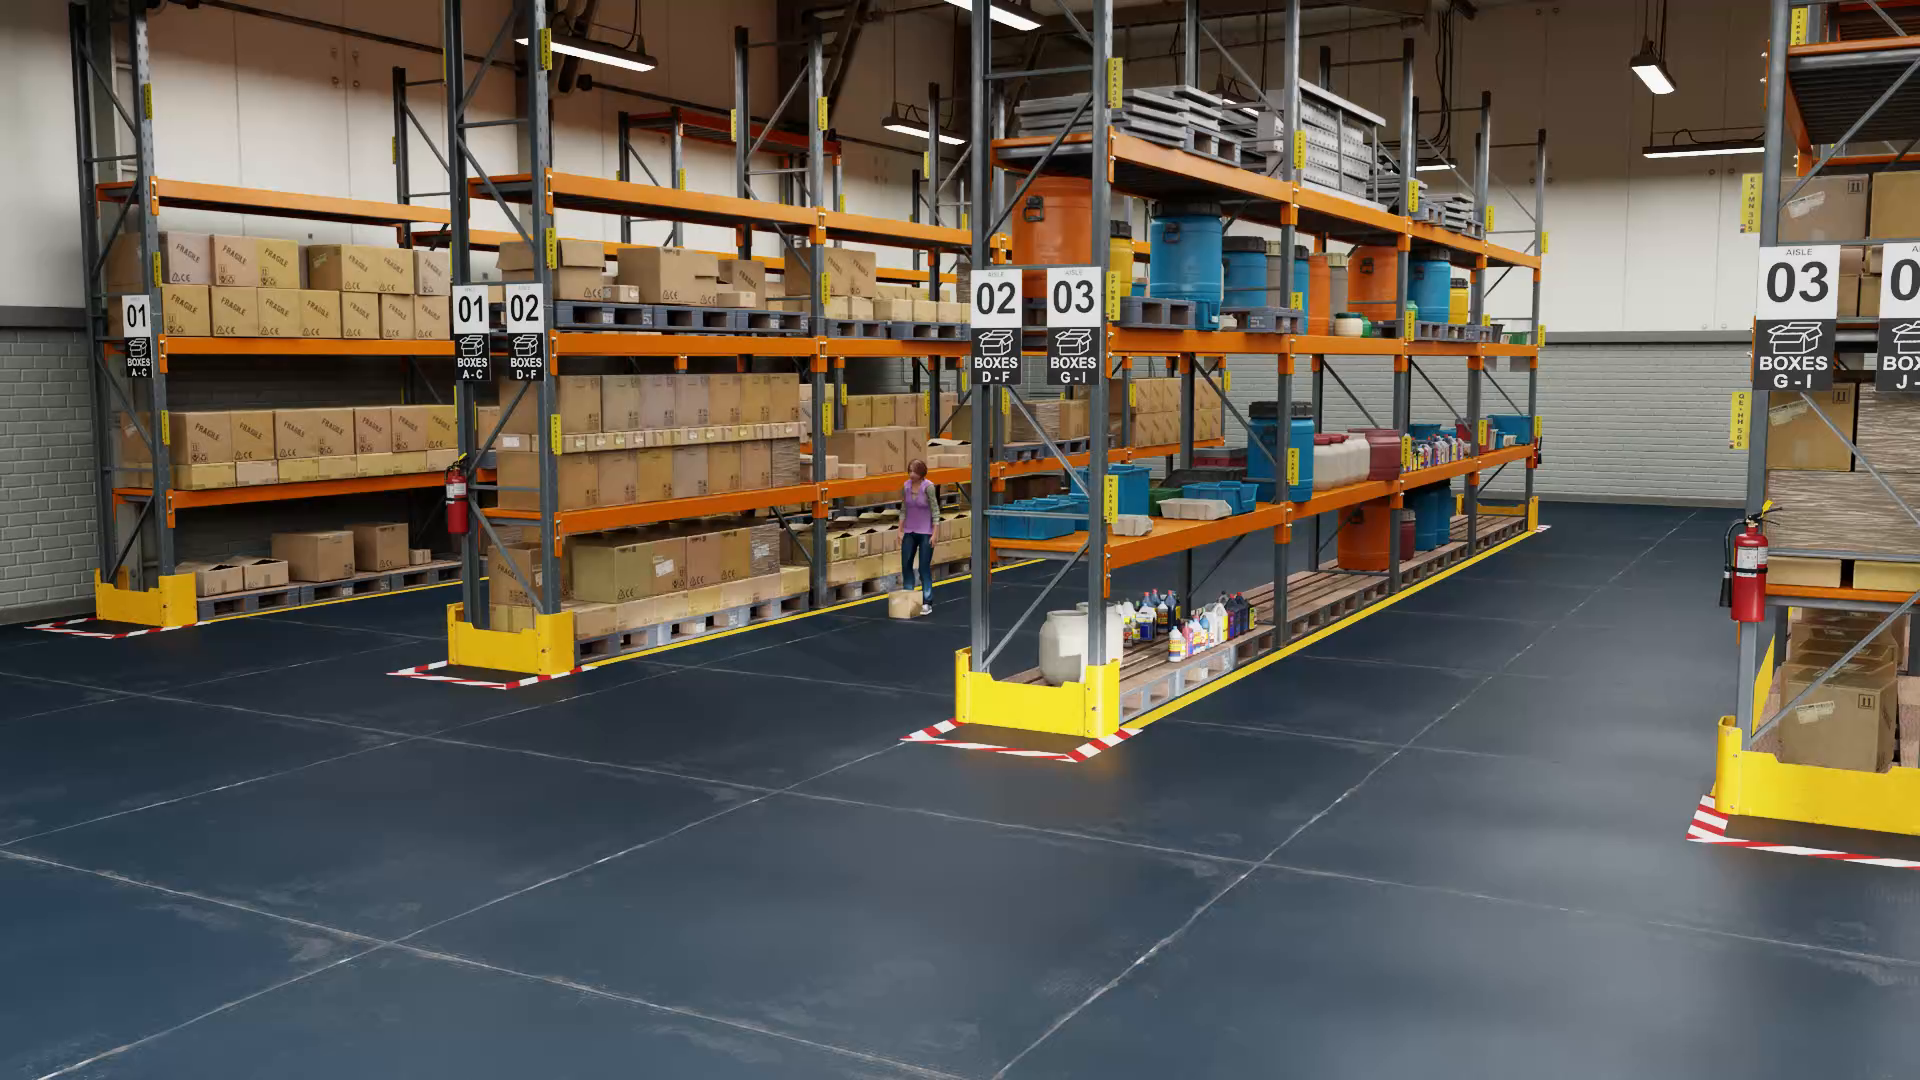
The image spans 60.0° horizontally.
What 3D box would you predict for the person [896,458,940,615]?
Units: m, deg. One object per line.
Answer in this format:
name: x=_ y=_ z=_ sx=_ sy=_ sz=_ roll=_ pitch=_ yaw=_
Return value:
person: x=-0.429 y=-0.042 z=16.954 sx=0.485 sy=1.594 sz=0.341 roll=3 pitch=7 yaw=29
